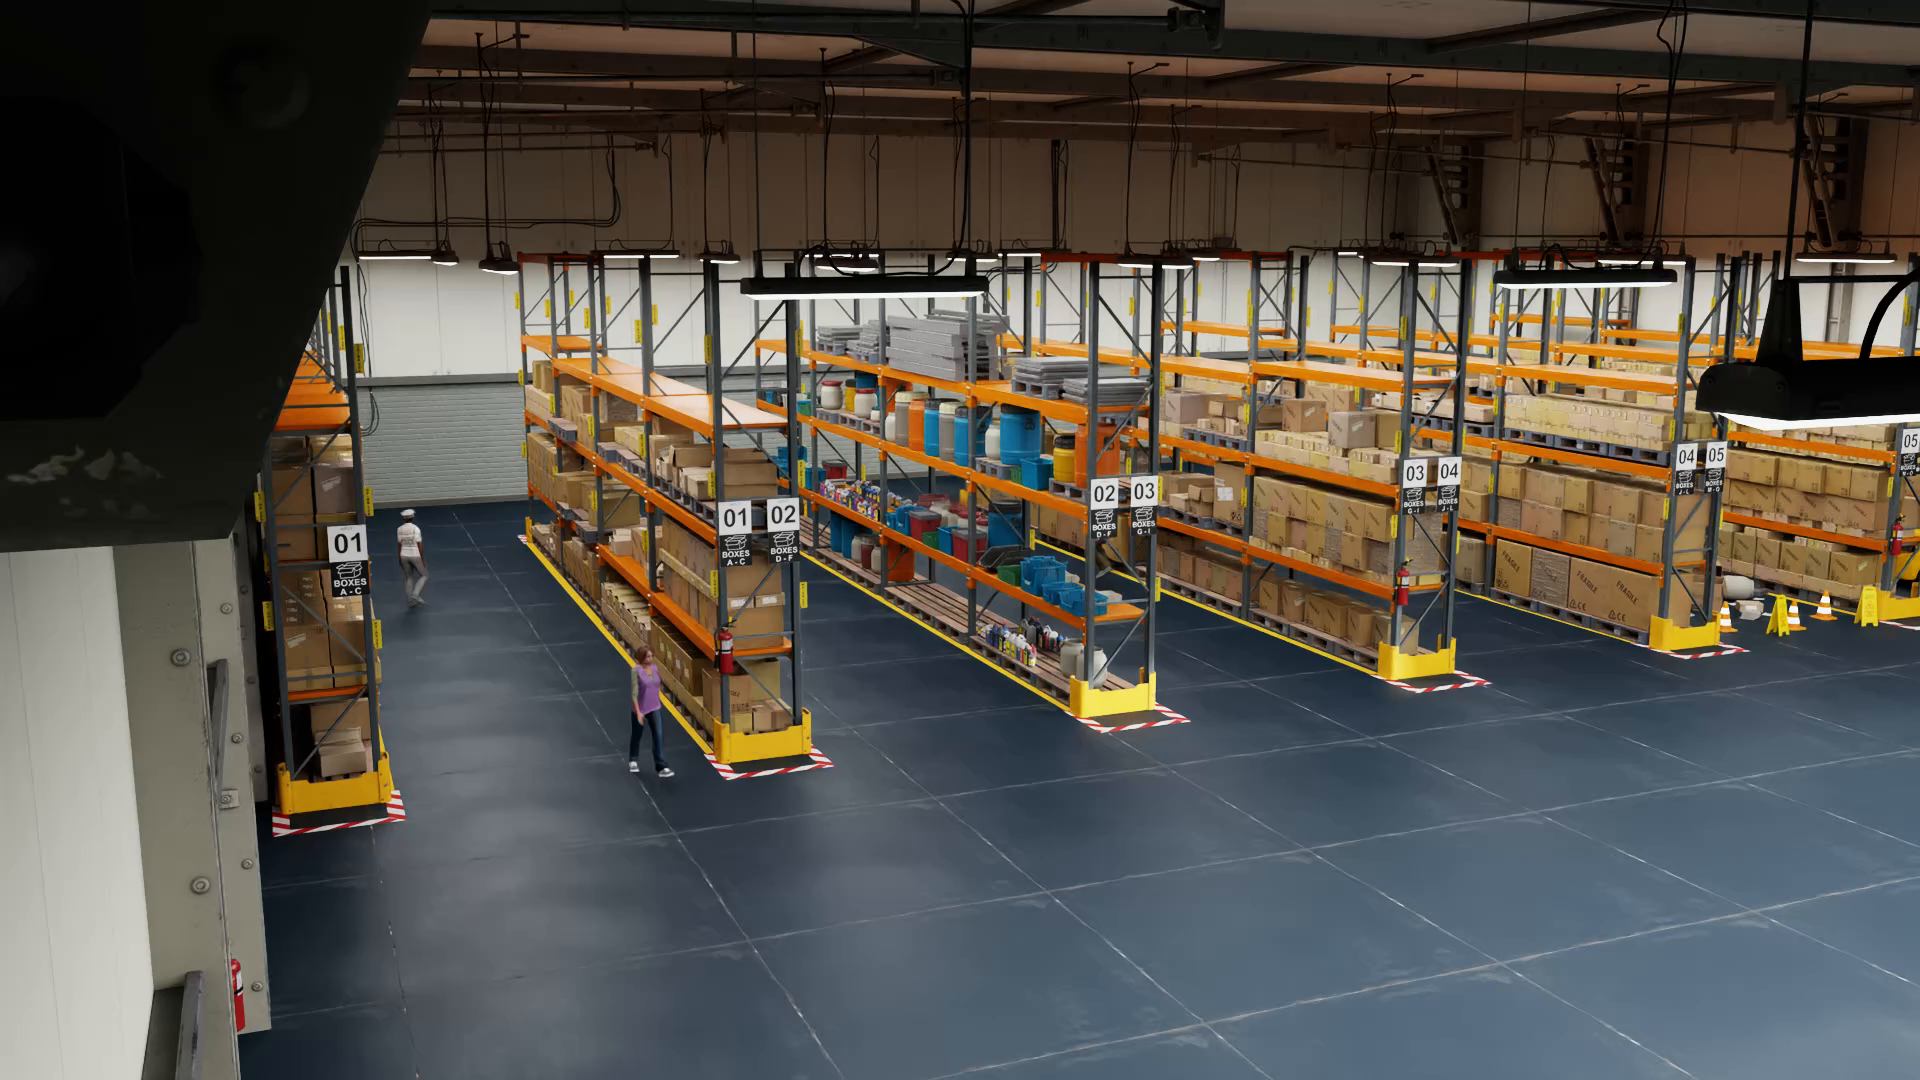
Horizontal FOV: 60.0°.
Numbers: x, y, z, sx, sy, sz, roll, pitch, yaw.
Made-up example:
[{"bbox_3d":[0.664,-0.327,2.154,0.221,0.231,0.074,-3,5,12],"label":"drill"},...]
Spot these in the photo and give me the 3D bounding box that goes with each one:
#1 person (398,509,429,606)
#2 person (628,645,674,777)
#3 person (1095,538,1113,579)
[{"bbox_3d":[-9.457,0.322,28.644,0.502,1.673,0.470,2,11,13],"label":"person"},{"bbox_3d":[-3.670,2.021,19.599,0.436,1.553,0.847,-9,13,-39],"label":"person"},{"bbox_3d":[2.612,-0.193,30.252,0.568,1.769,0.638,7,13,34],"label":"person"}]
